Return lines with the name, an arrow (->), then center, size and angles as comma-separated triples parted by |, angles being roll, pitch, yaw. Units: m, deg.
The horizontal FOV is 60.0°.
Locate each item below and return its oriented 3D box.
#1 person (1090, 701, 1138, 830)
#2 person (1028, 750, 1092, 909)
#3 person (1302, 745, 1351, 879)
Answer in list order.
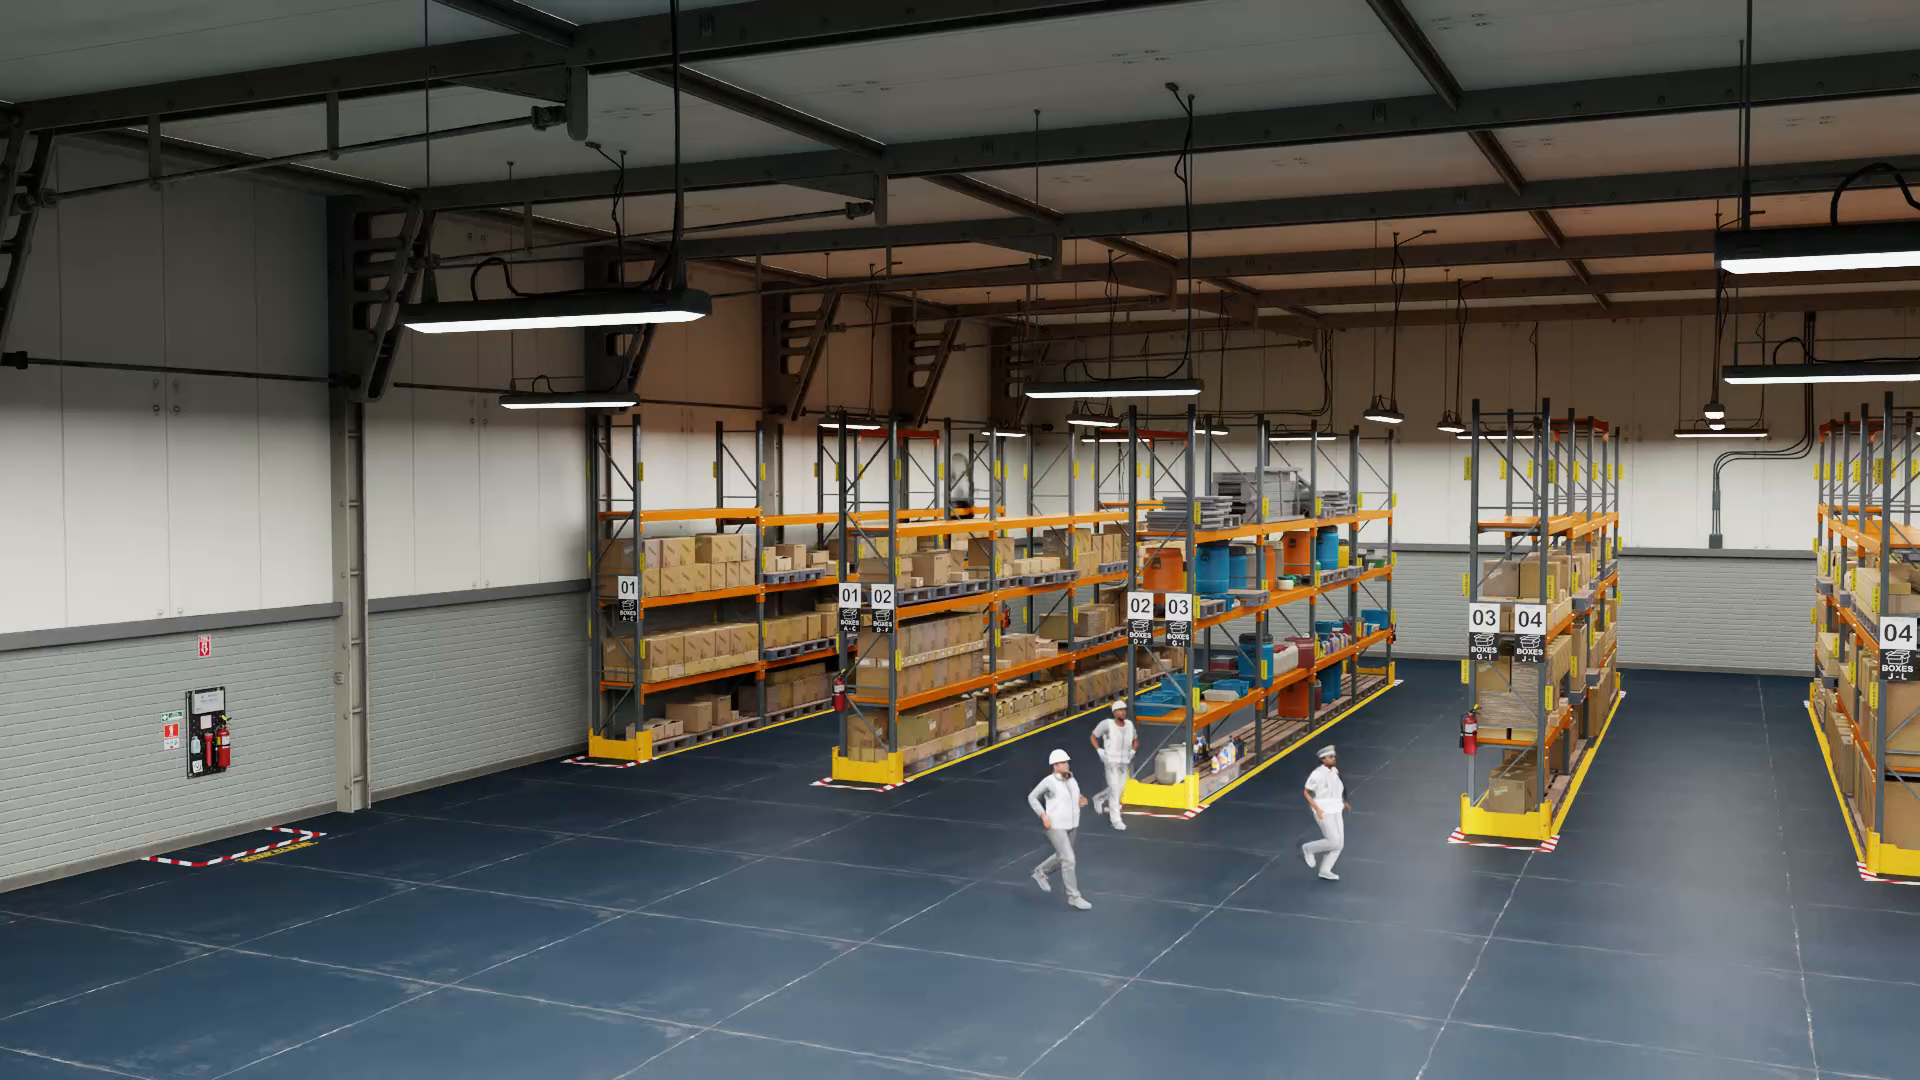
person -> 2.213, 3.167, 23.676 | 0.720, 1.781, 0.899 | -1, 3, -28
person -> 1.168, 3.300, 19.200 | 0.970, 1.758, 0.656 | 2, 3, 42
person -> 4.519, 3.335, 20.427 | 0.574, 1.649, 0.561 | -2, 3, -40
